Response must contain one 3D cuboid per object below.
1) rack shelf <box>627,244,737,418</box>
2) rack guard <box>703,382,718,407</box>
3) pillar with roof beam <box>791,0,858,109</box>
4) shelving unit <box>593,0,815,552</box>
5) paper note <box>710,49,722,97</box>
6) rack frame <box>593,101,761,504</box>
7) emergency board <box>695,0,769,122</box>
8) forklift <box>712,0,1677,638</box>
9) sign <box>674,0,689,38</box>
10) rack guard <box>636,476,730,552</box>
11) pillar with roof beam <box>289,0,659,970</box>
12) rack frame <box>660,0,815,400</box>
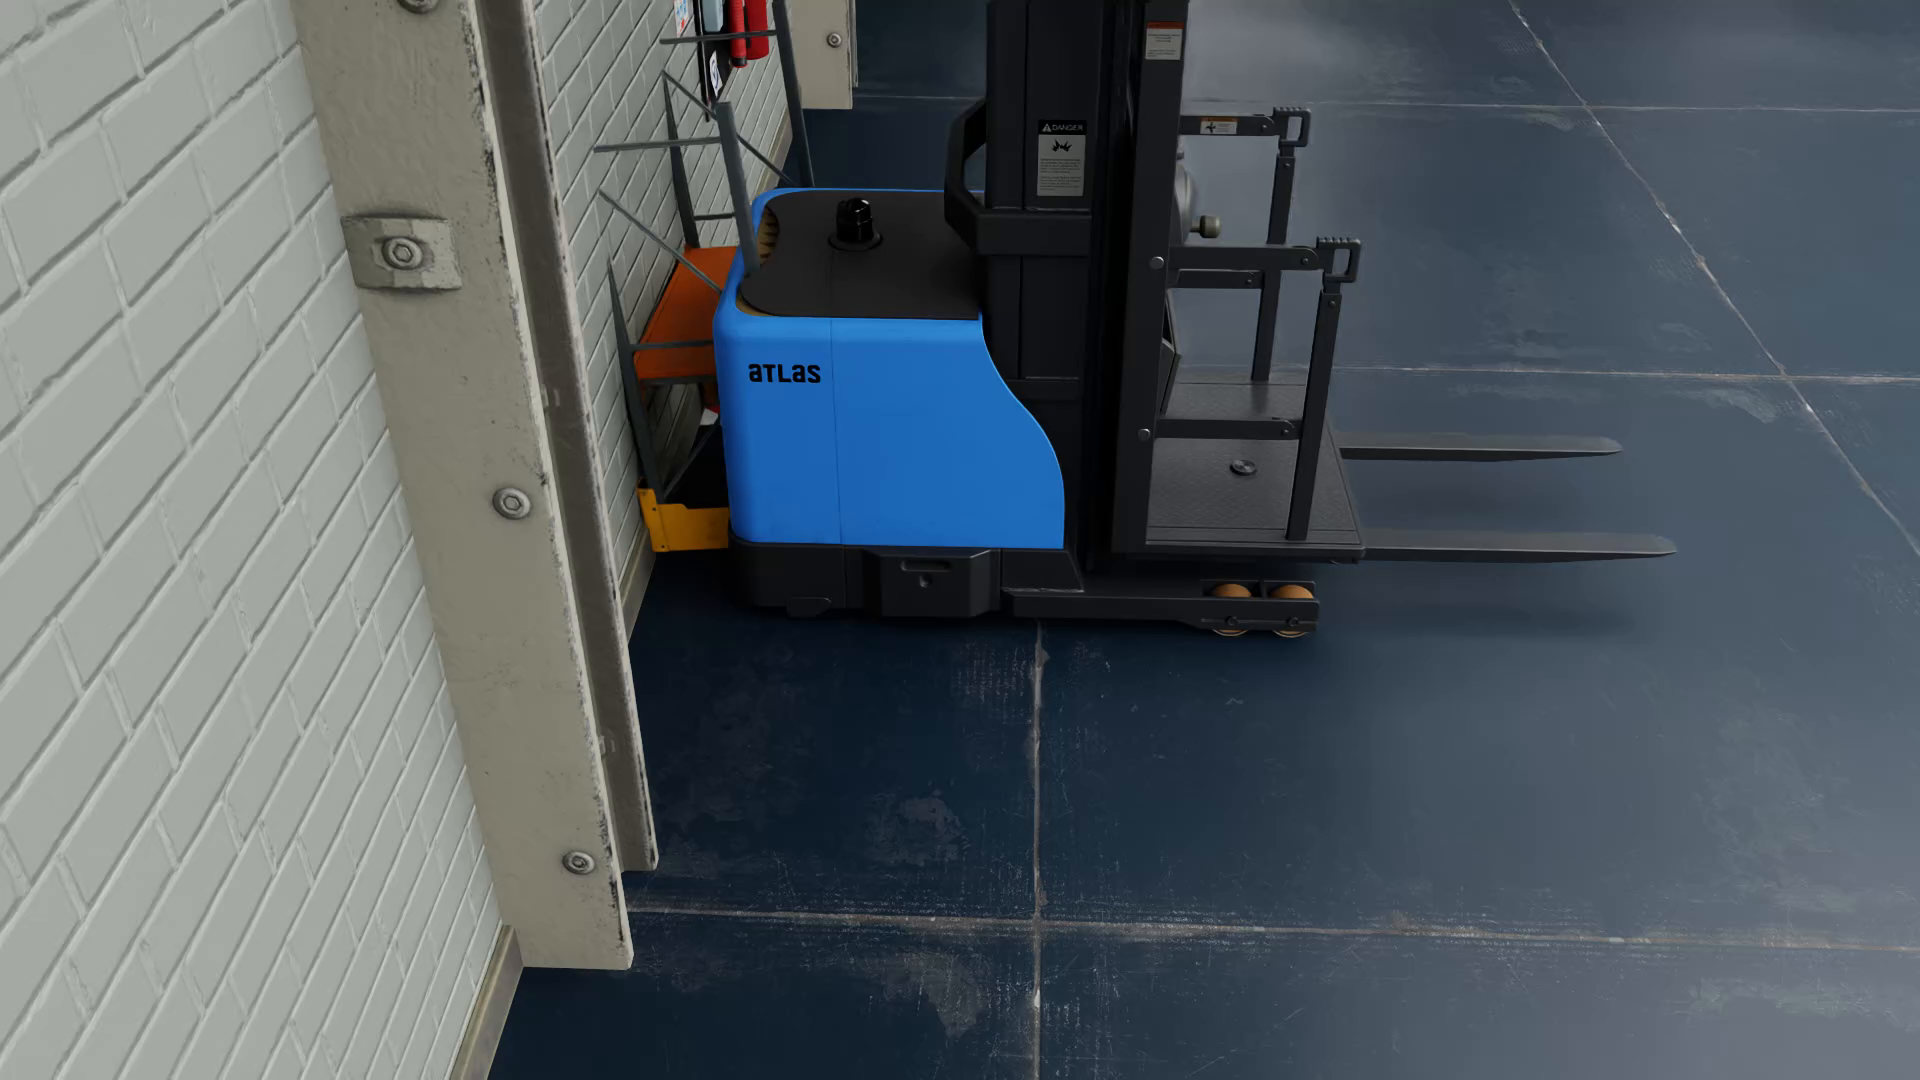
[{"bbox_3d":[-0.774,-0.741,5.685,0.538,0.185,1.000,-3,34,6],"label":"rack shelf"},{"bbox_3d":[-0.696,-0.654,6.350,0.587,0.250,0.087,-3,34,6],"label":"rack guard"},{"bbox_3d":[3.561,-6.061,6.548,9.100,9.000,0.400,1,35,2],"label":"pillar with roof beam"},{"bbox_3d":[-0.792,-0.895,5.594,0.587,1.500,1.083,-3,34,6],"label":"shelving unit"},{"bbox_3d":[-0.954,-1.826,6.506,0.016,0.148,0.142,1,35,2],"label":"paper note"},{"bbox_3d":[-0.825,-0.608,5.166,0.500,1.500,0.032,-3,34,6],"label":"rack frame"},{"bbox_3d":[-0.878,-2.287,6.395,0.194,1.169,0.643,1,35,2],"label":"emergency board"},{"bbox_3d":[0.791,-1.201,4.910,3.031,2.935,1.130,1,35,2],"label":"forklift"},{"bbox_3d":[-1.003,-1.986,5.936,0.001,0.329,0.234,1,35,2],"label":"sign"},{"bbox_3d":[-0.761,-0.100,5.525,0.587,0.250,0.087,-3,34,6],"label":"rack guard"},{"bbox_3d":[3.320,-2.614,1.643,9.100,9.000,0.400,1,35,2],"label":"pillar with roof beam"},{"bbox_3d":[-0.760,-1.173,6.008,0.500,1.500,0.032,-3,34,6],"label":"rack frame"}]
